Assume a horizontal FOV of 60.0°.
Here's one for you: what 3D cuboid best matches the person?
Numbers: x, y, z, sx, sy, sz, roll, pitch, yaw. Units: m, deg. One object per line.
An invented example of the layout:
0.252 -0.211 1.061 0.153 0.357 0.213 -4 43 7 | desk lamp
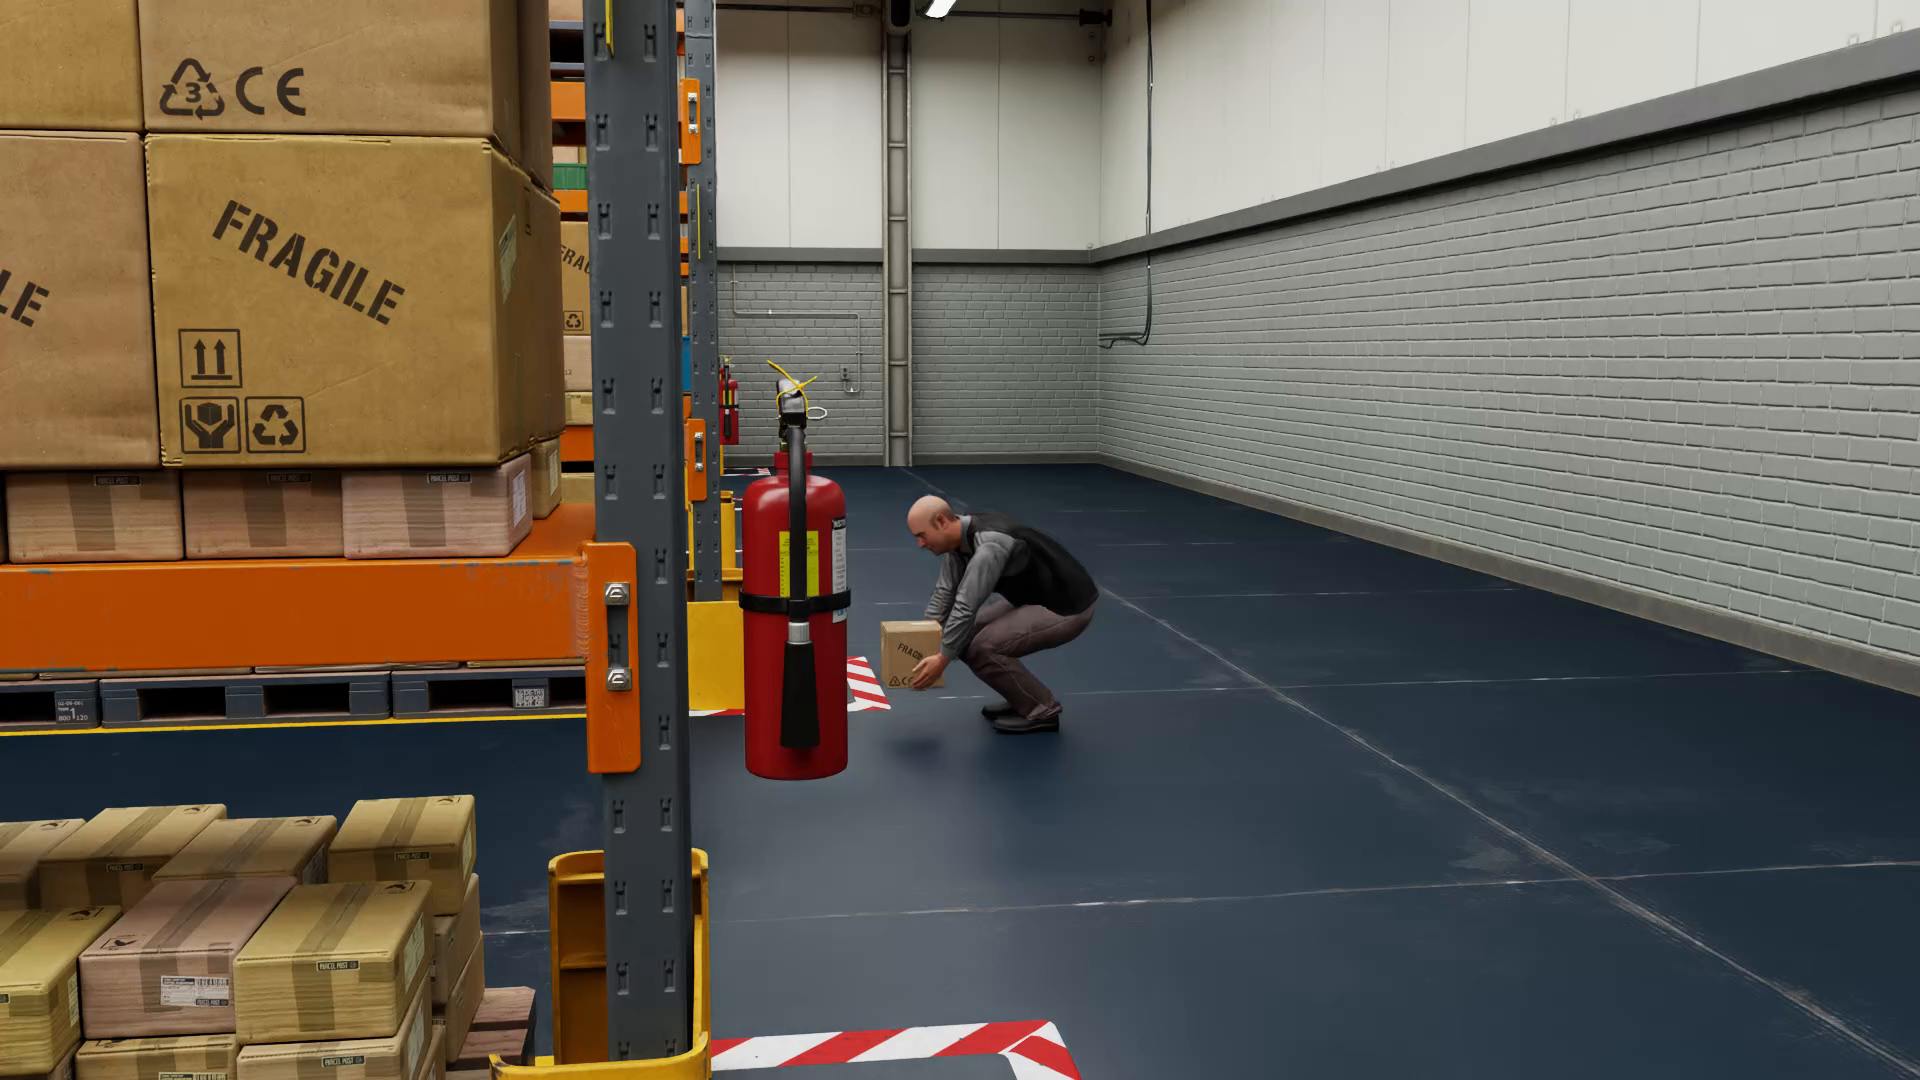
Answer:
0.169 0.309 7.216 0.858 1.024 0.550 -1 7 -9 | person
